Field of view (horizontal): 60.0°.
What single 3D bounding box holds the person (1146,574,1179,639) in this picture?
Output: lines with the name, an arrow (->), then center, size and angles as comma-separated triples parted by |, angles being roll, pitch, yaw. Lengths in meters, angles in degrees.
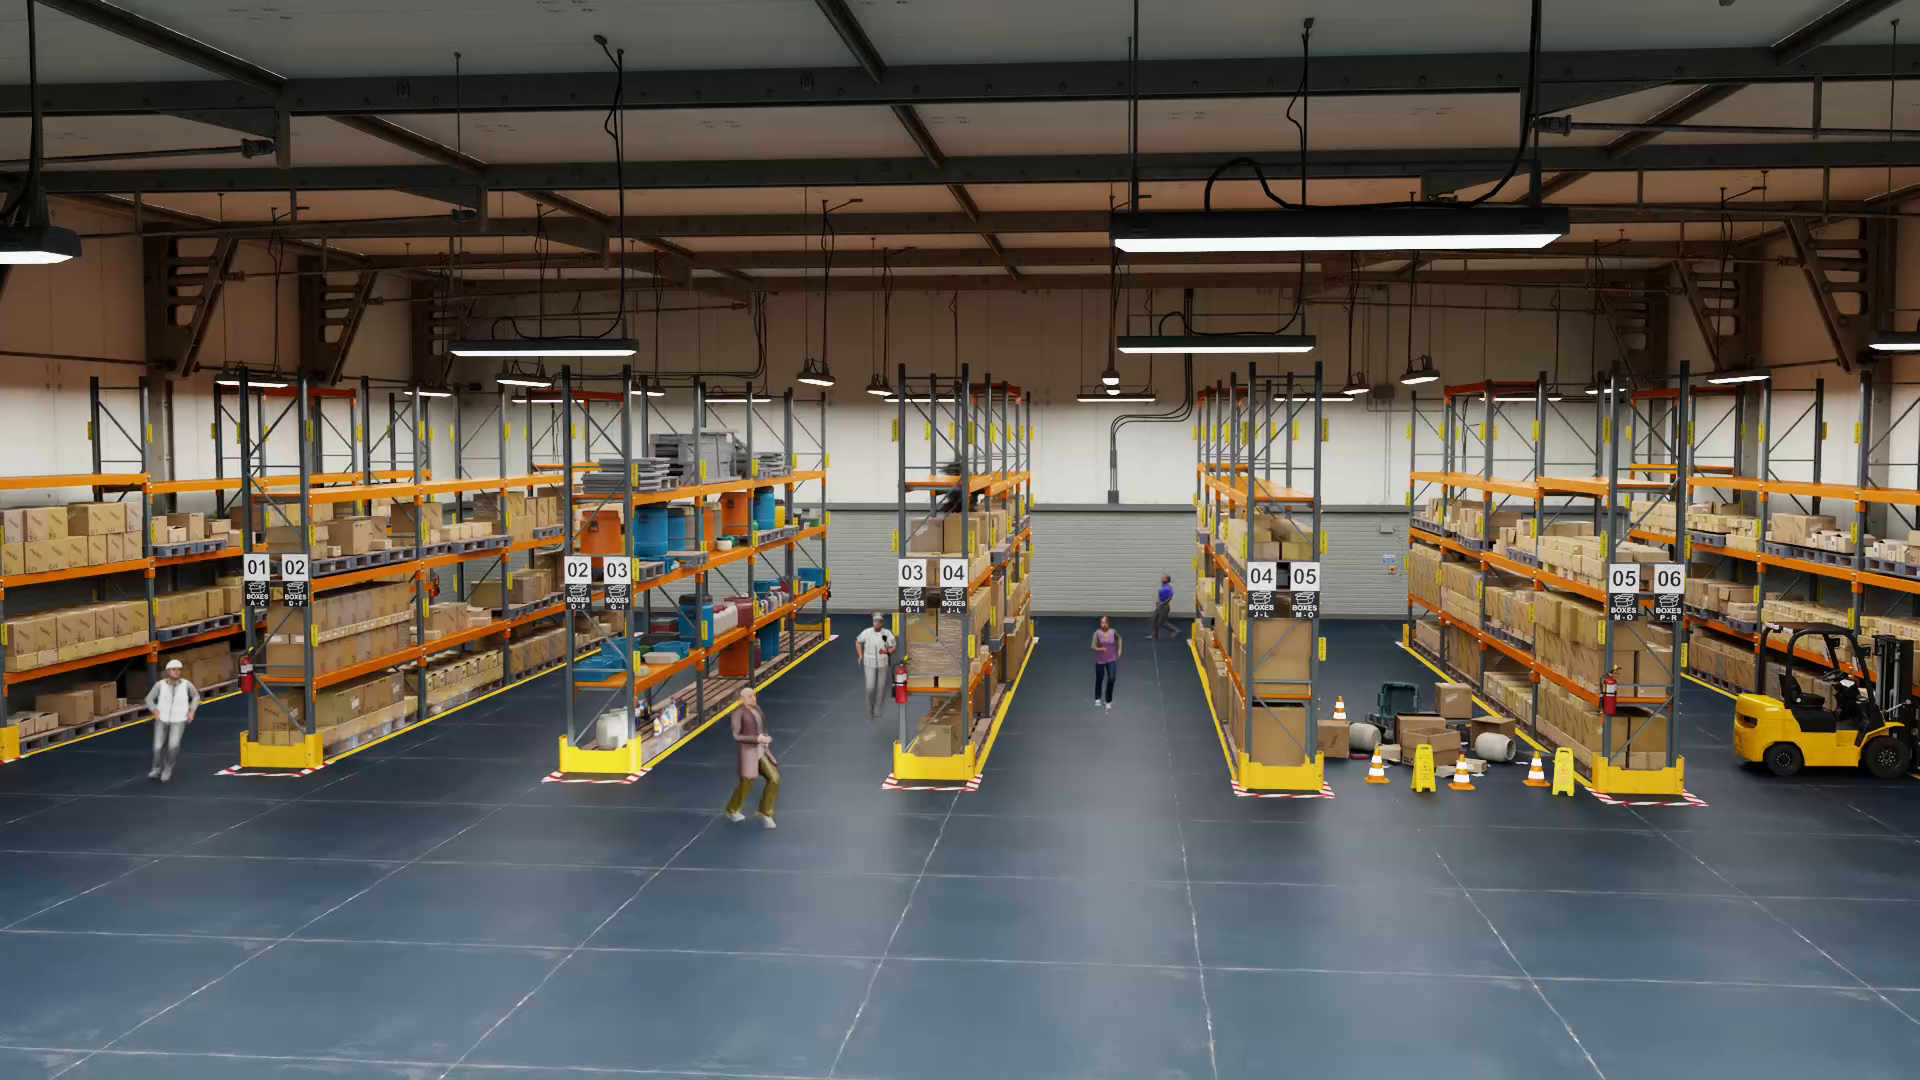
person -> 4.908, 1.624, 40.266 | 0.757, 1.594, 0.609 | -1, 4, -8

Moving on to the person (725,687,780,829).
person -> -2.651, 2.786, 21.209 | 0.826, 1.809, 0.723 | 3, 5, 38

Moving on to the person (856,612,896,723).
person -> -1.370, 2.099, 27.346 | 0.652, 1.841, 0.653 | 0, 4, -7

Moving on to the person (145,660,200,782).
person -> -11.376, 2.600, 24.019 | 0.714, 1.746, 0.637 | -1, 4, -21

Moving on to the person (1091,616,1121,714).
person -> 2.485, 2.114, 28.246 | 0.546, 1.650, 0.785 | 0, 4, -1
